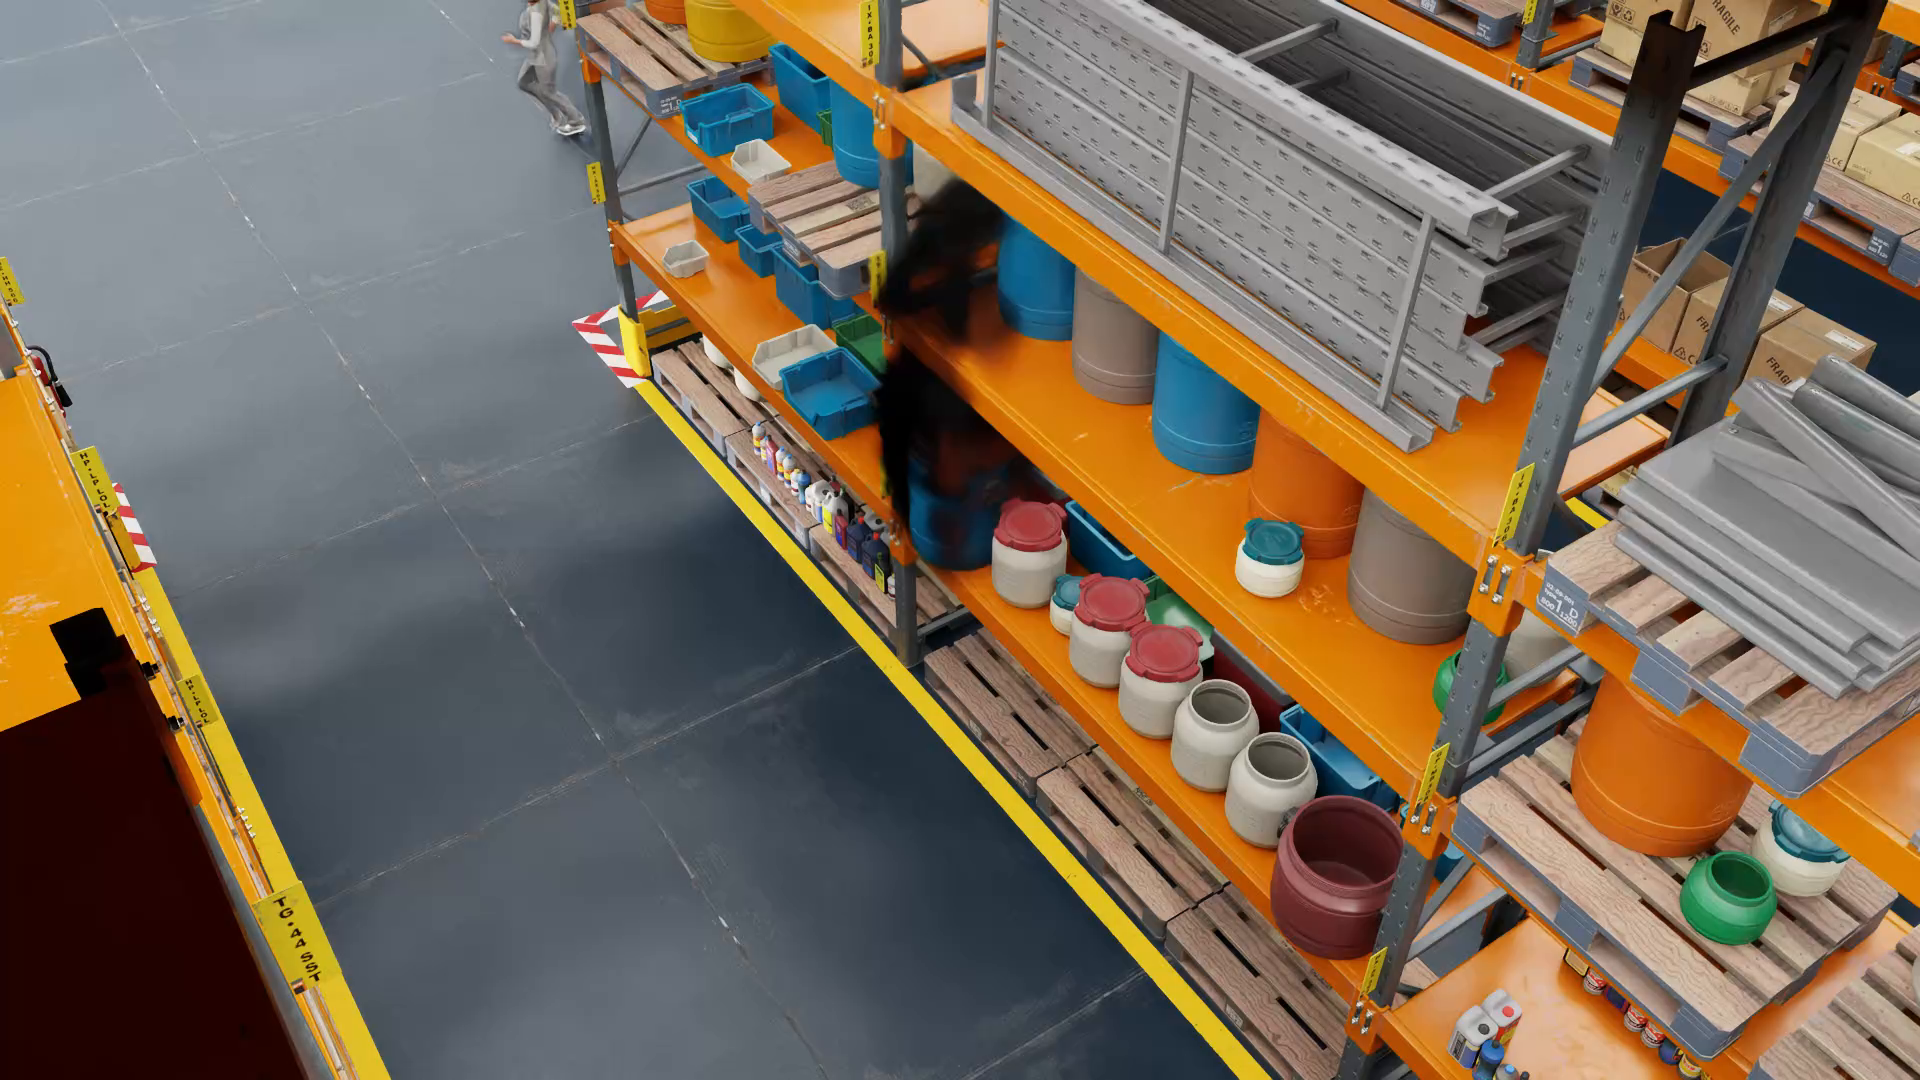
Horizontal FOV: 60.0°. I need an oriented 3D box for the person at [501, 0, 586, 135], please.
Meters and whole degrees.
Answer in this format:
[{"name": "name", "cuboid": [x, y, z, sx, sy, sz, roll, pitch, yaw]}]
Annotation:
[{"name": "person", "cuboid": [-3.899, -4.483, 15.442, 0.635, 1.563, 0.509, -8, 43, -9]}]
